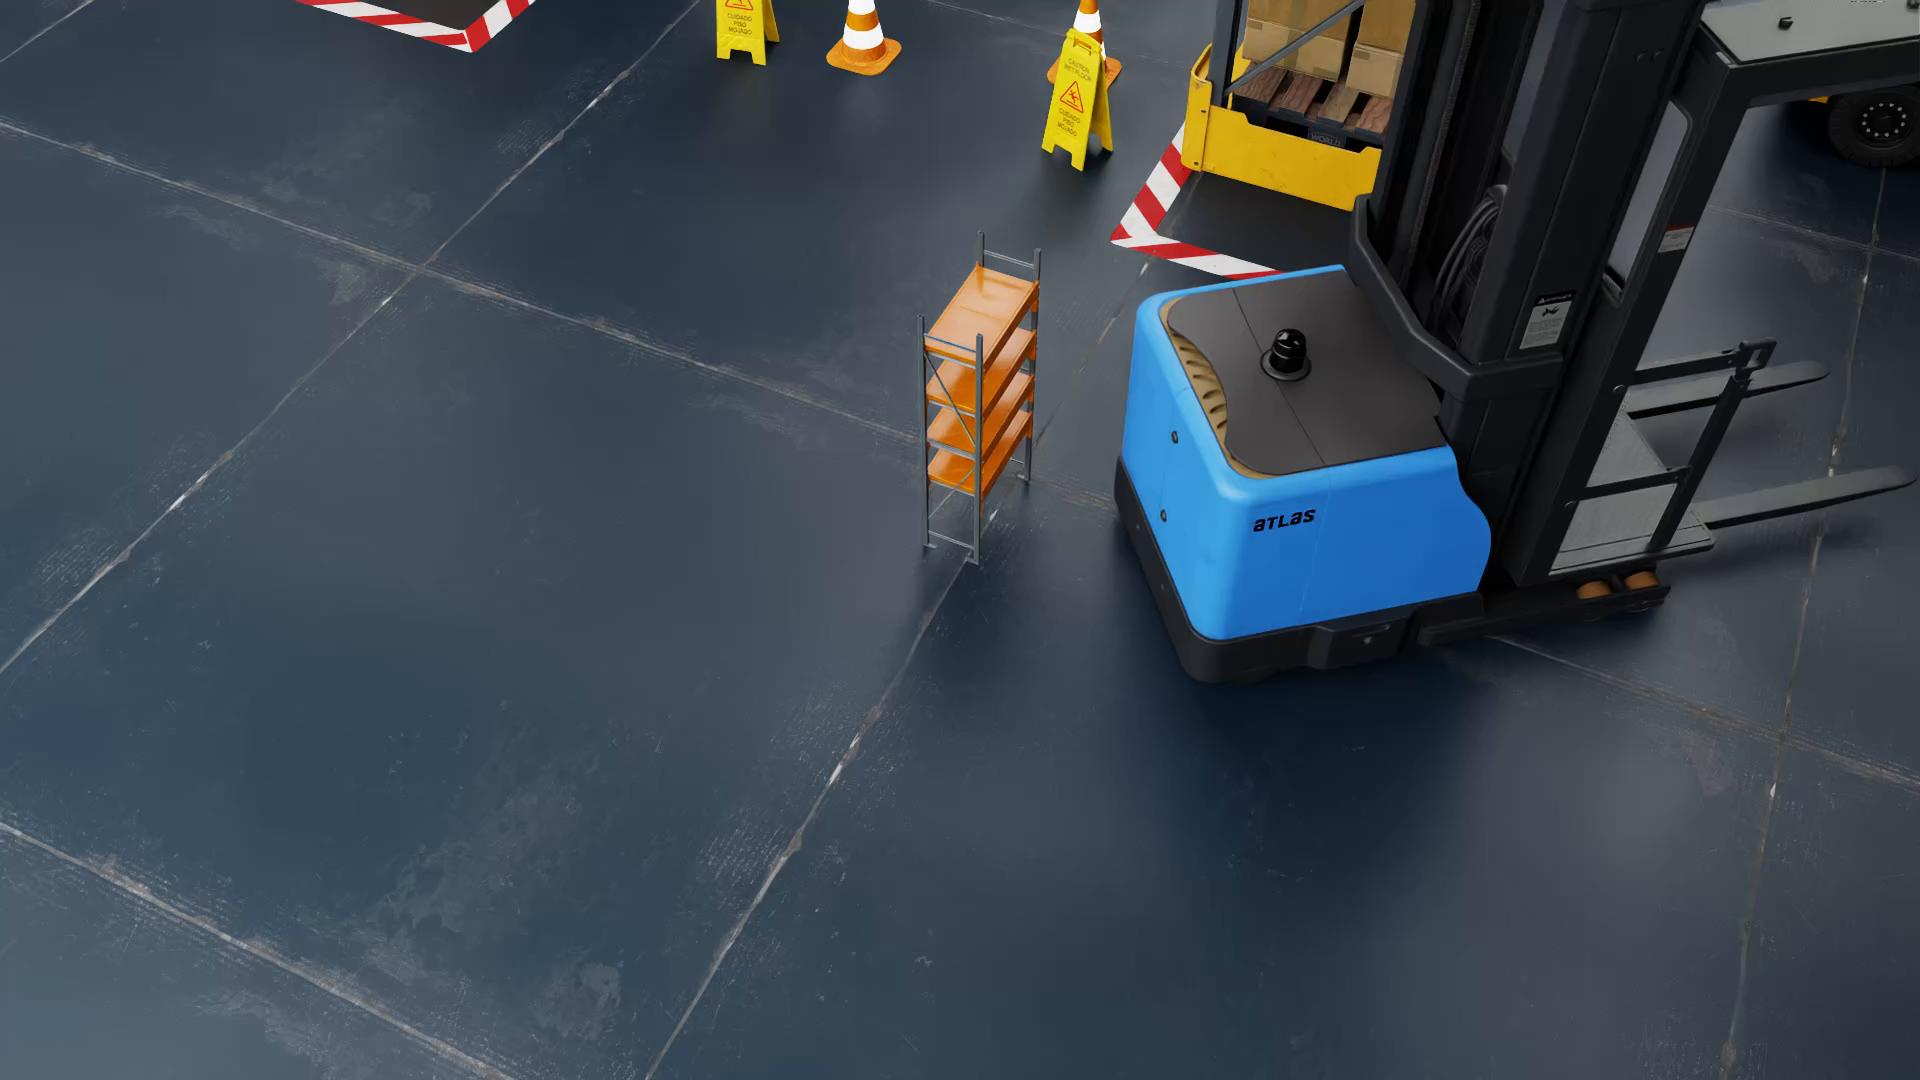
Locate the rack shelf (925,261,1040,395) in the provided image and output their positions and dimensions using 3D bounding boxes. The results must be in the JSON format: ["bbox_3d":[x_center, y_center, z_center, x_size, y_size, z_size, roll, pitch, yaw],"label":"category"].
[{"bbox_3d":[0.071,-0.757,5.906,0.258,0.148,0.480,20,52,16],"label":"rack shelf"}]

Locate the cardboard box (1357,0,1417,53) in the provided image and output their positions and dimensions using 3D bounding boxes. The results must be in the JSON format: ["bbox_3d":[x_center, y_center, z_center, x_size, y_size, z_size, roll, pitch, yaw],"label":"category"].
[{"bbox_3d":[2.233,-2.651,7.889,0.500,0.500,0.500,18,52,15],"label":"cardboard box"}]

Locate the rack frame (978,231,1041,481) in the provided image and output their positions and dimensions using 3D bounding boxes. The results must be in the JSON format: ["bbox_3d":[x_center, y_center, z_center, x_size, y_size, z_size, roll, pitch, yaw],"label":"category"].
[{"bbox_3d":[0.175,-0.671,6.348,0.240,1.200,0.015,20,52,16],"label":"rack frame"}]

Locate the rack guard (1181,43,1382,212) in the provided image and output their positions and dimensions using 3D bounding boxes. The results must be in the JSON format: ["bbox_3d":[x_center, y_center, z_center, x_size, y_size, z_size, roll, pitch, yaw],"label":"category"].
[{"bbox_3d":[1.661,-1.923,7.873,1.175,0.500,0.348,20,52,16],"label":"rack guard"}]

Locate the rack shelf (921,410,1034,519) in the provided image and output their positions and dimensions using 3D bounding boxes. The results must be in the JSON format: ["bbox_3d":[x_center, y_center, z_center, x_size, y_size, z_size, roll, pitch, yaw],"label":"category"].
[{"bbox_3d":[0.071,-0.331,6.408,0.258,0.148,0.480,20,52,16],"label":"rack shelf"}]

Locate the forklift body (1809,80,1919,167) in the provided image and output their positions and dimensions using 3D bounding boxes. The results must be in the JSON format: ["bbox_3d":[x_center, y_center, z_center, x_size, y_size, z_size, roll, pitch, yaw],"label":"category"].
[{"bbox_3d":[5.278,-2.693,7.444,2.313,2.155,1.214,20,52,16],"label":"forklift body"}]

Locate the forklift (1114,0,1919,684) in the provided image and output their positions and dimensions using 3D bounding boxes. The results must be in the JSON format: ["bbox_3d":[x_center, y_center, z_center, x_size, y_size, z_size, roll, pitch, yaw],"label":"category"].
[{"bbox_3d":[2.186,-1.024,5.512,3.031,2.935,1.130,-10,50,-9],"label":"forklift"}]

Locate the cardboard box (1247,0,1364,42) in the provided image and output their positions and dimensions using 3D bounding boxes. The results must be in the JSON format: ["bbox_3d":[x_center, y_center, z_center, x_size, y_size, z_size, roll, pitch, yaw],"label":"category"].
[{"bbox_3d":[1.735,-2.806,8.020,0.500,0.500,0.500,20,53,16],"label":"cardboard box"}]

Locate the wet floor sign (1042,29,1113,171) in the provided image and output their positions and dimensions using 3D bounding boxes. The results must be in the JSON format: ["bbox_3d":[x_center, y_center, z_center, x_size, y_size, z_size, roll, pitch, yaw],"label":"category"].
[{"bbox_3d":[0.580,-2.135,7.958,0.232,0.644,0.267,-37,59,-27],"label":"wet floor sign"}]

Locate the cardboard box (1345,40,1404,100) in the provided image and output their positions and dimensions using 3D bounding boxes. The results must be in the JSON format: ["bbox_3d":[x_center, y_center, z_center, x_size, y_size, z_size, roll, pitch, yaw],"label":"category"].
[{"bbox_3d":[2.223,-2.392,8.160,0.500,0.250,0.500,19,52,16],"label":"cardboard box"}]

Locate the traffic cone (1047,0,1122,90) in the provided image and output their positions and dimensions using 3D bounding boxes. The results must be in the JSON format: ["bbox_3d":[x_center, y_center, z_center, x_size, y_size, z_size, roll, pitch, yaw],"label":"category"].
[{"bbox_3d":[0.646,-2.575,8.452,0.336,0.463,0.334,20,52,16],"label":"traffic cone"}]

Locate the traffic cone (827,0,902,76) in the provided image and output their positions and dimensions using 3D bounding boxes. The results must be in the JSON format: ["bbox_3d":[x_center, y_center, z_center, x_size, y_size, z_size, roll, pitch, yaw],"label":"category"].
[{"bbox_3d":[-0.503,-2.702,8.560,0.336,0.463,0.334,20,52,16],"label":"traffic cone"}]

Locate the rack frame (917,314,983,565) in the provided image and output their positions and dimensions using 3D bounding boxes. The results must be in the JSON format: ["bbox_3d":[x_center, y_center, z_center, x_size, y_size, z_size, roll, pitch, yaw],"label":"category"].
[{"bbox_3d":[-0.034,-0.335,6.062,0.240,1.200,0.015,20,52,16],"label":"rack frame"}]

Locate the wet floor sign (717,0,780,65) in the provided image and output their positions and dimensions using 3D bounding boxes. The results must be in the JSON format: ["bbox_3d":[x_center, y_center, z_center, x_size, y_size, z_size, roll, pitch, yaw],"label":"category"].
[{"bbox_3d":[-1.113,-2.795,8.520,0.267,0.644,0.232,12,51,10],"label":"wet floor sign"}]

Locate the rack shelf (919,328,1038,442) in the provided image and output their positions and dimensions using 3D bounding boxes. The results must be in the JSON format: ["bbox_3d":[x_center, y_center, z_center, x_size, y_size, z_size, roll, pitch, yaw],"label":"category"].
[{"bbox_3d":[0.071,-0.604,6.086,0.258,0.148,0.480,20,52,16],"label":"rack shelf"}]

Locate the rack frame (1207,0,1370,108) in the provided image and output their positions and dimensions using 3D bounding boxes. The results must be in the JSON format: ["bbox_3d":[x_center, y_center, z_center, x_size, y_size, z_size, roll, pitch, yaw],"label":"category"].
[{"bbox_3d":[1.628,-2.681,6.877,1.000,3.000,0.127,20,52,16],"label":"rack frame"}]

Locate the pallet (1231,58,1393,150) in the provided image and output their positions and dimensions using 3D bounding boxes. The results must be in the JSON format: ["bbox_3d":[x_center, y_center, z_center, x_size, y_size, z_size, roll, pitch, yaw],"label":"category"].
[{"bbox_3d":[2.040,-2.378,8.450,1.003,0.211,1.213,20,52,16],"label":"pallet"}]

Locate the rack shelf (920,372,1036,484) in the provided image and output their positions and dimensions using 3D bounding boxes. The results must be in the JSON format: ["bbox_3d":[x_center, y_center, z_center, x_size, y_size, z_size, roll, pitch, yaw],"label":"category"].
[{"bbox_3d":[0.071,-0.459,6.256,0.258,0.148,0.480,20,52,16],"label":"rack shelf"}]

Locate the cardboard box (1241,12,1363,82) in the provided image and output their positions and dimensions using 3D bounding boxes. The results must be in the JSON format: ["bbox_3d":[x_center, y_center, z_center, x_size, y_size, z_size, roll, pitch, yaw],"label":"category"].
[{"bbox_3d":[1.741,-2.587,8.326,0.500,0.250,0.500,20,52,16],"label":"cardboard box"}]

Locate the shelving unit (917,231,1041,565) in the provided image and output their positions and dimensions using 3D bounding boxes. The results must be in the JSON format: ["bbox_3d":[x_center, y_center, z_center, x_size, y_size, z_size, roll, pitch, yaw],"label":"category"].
[{"bbox_3d":[0.071,-0.503,6.205,0.258,1.200,0.503,20,52,16],"label":"shelving unit"}]
